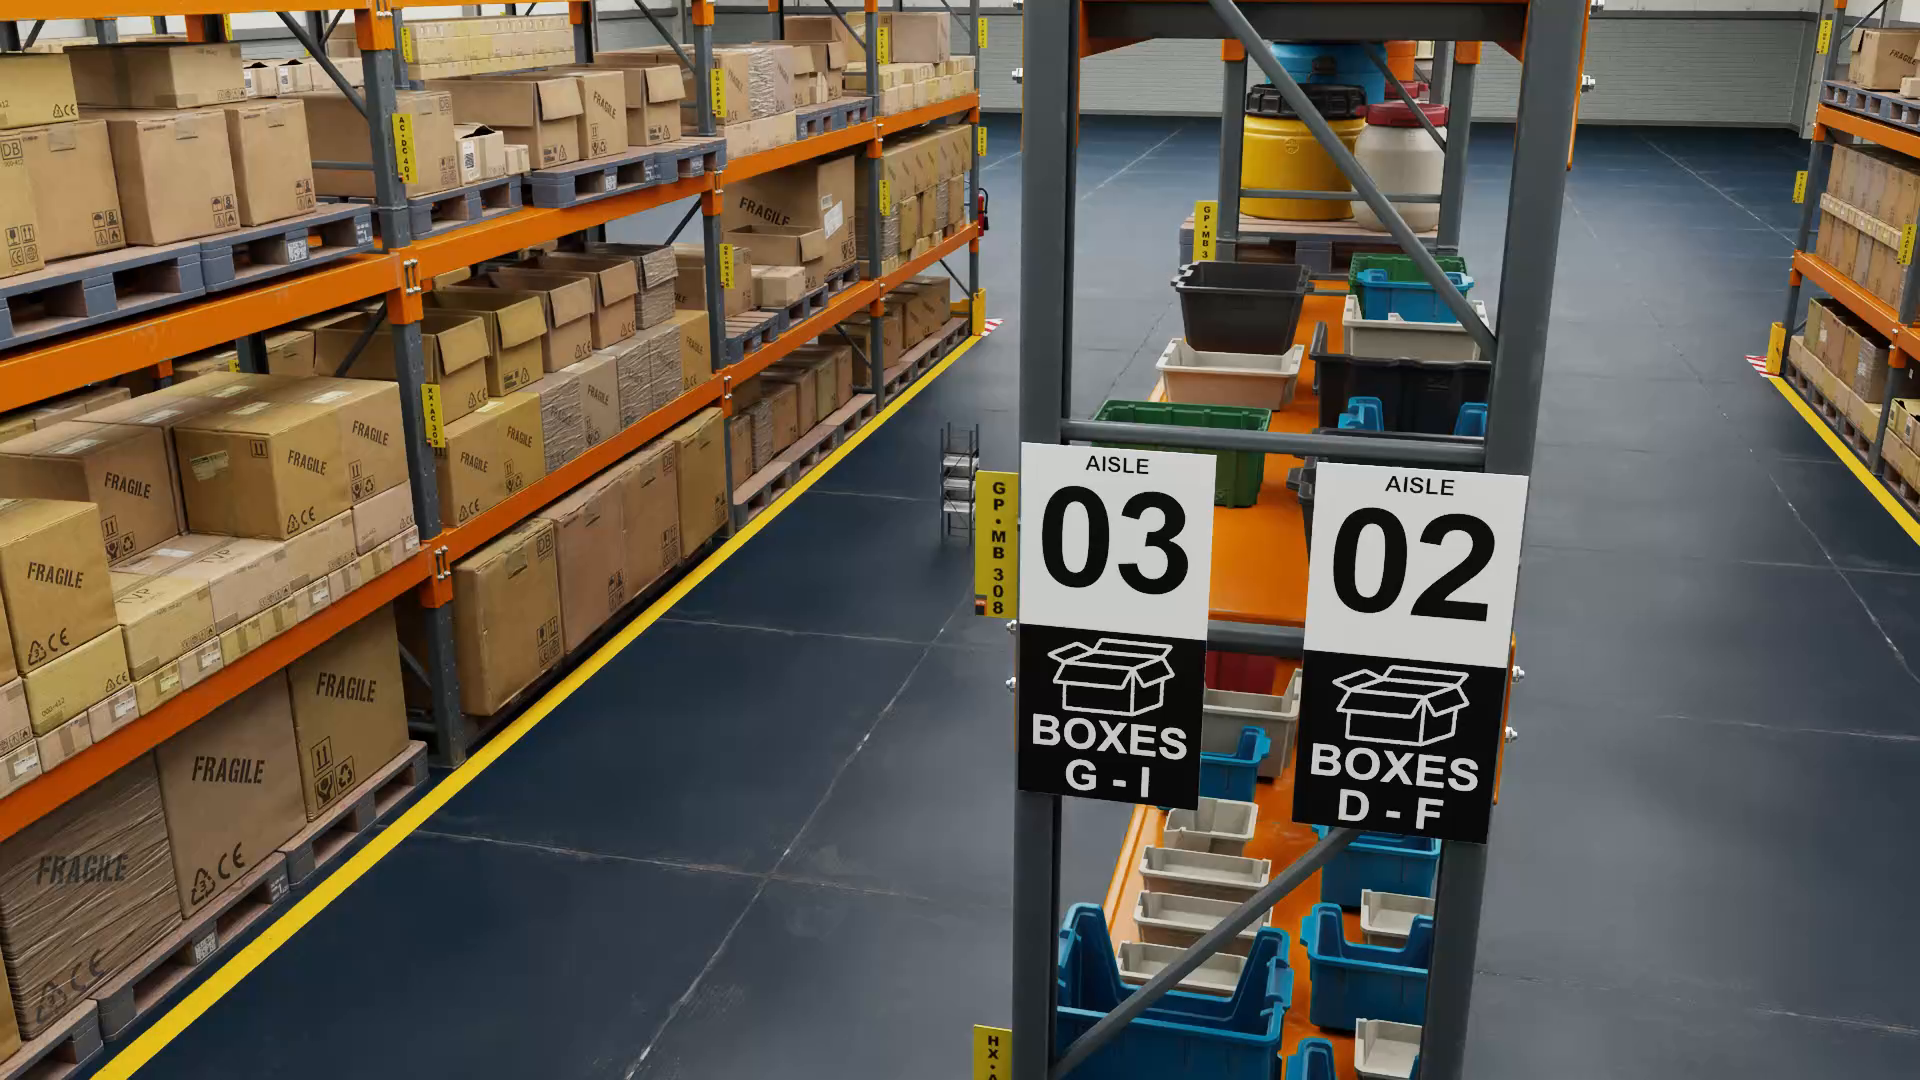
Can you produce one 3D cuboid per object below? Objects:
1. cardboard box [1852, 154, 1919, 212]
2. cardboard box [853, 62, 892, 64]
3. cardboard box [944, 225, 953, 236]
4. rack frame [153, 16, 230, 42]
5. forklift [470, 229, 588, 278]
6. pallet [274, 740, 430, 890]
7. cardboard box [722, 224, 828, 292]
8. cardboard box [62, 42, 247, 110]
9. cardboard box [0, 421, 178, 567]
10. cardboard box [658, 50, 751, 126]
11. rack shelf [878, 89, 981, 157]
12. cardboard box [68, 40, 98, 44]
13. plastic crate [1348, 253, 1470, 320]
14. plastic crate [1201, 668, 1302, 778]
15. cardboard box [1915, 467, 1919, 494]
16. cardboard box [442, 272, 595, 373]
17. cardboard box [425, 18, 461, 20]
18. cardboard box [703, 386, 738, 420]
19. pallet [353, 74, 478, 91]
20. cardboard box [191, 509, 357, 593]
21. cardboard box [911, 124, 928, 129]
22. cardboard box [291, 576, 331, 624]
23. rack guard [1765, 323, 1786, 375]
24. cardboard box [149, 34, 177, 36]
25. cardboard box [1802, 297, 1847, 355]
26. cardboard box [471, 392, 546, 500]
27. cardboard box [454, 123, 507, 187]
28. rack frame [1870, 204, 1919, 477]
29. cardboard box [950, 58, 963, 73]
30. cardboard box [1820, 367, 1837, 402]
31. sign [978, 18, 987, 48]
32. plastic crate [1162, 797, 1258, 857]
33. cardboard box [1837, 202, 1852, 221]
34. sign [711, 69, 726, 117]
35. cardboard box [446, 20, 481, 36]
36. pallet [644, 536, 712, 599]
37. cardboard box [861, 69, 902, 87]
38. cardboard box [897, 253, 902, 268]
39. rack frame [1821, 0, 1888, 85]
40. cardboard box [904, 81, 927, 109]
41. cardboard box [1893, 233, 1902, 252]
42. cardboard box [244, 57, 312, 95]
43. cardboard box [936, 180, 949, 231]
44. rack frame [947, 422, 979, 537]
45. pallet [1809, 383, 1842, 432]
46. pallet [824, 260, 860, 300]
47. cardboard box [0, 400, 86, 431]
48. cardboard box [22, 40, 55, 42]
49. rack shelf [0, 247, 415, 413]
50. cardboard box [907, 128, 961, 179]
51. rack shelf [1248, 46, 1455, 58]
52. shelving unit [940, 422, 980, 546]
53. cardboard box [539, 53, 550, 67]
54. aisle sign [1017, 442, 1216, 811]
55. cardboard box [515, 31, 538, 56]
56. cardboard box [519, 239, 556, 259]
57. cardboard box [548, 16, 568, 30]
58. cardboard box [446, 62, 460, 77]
[{"bbox_3d":[8.945,-3.378,15.774,0.700,0.500,0.500,5,19,14],"label":"cardboard box"},{"bbox_3d":[-0.933,-4.968,17.565,0.380,0.149,0.250,4,19,13],"label":"cardboard box"},{"bbox_3d":[-0.293,-3.523,18.750,0.380,0.149,0.250,5,19,13],"label":"cardboard box"},{"bbox_3d":[-9.884,-7.607,21.036,1.000,3.000,0.127,5,19,13],"label":"rack frame"},{"bbox_3d":[-4.008,-2.311,14.918,1.130,2.935,3.031,5,19,14],"label":"forklift"},{"bbox_3d":[-3.468,1.328,8.474,1.003,0.211,1.213,5,19,13],"label":"pallet"},{"bbox_3d":[-1.586,-2.429,14.348,0.797,0.503,0.637,7,20,19],"label":"cardboard box"},{"bbox_3d":[-3.443,-1.998,7.135,0.500,0.250,0.500,3,19,10],"label":"cardboard box"},{"bbox_3d":[-3.822,-0.202,7.249,0.500,0.500,0.500,4,19,12],"label":"cardboard box"},{"bbox_3d":[-1.865,-3.308,12.164,0.500,0.500,0.500,5,19,14],"label":"cardboard box"},{"bbox_3d":[-0.763,-4.438,17.511,1.077,0.370,4.000,5,19,13],"label":"rack shelf"},{"bbox_3d":[-10.169,-5.759,19.422,0.380,0.149,0.250,5,20,14],"label":"cardboard box"},{"bbox_3d":[1.786,-0.996,6.649,0.450,0.188,0.662,5,19,13],"label":"plastic crate"},{"bbox_3d":[1.044,0.659,6.209,0.437,0.282,0.530,5,19,13],"label":"plastic crate"},{"bbox_3d":[7.764,-0.416,12.869,0.500,0.250,0.500,4,19,12],"label":"cardboard box"},{"bbox_3d":[-2.743,-1.357,10.314,0.797,0.503,0.637,5,20,15],"label":"cardboard box"},{"bbox_3d":[-5.824,-5.775,18.663,0.380,0.149,0.250,5,19,14],"label":"cardboard box"},{"bbox_3d":[-2.095,-1.070,13.207,0.500,0.250,0.500,5,20,16],"label":"cardboard box"},{"bbox_3d":[-5.827,-4.788,17.562,1.003,0.211,1.213,5,19,13],"label":"pallet"},{"bbox_3d":[-3.184,0.028,7.738,0.500,0.250,0.500,5,20,15],"label":"cardboard box"},{"bbox_3d":[-0.673,-4.496,19.047,0.500,0.500,0.500,5,19,13],"label":"cardboard box"},{"bbox_3d":[-3.152,0.258,7.680,0.380,0.149,0.250,5,19,14],"label":"cardboard box"},{"bbox_3d":[9.336,-2.026,17.847,1.175,0.500,0.348,5,19,13],"label":"rack guard"},{"bbox_3d":[-10.169,-6.351,21.154,0.380,0.149,0.250,5,19,13],"label":"cardboard box"},{"bbox_3d":[8.863,-2.147,16.776,0.500,0.500,0.500,5,19,13],"label":"cardboard box"},{"bbox_3d":[-2.730,-0.554,9.513,0.500,0.500,0.500,5,19,13],"label":"cardboard box"},{"bbox_3d":[-2.851,-2.137,9.151,0.500,0.311,0.500,4,19,12],"label":"cardboard box"},{"bbox_3d":[8.353,-1.948,13.750,1.000,3.000,0.127,5,19,13],"label":"rack frame"},{"bbox_3d":[-0.178,-5.244,18.375,0.380,0.149,0.250,4,19,11],"label":"cardboard box"},{"bbox_3d":[8.616,-1.479,15.981,0.500,0.250,0.500,5,19,13],"label":"cardboard box"},{"bbox_3d":[0.258,-5.774,18.940,0.100,0.325,0.005,5,19,13],"label":"sign"},{"bbox_3d":[0.826,0.974,5.510,0.298,0.136,0.250,5,19,13],"label":"plastic crate"},{"bbox_3d":[8.838,-3.210,16.287,0.380,0.149,0.250,4,19,13],"label":"cardboard box"},{"bbox_3d":[-1.693,-3.133,11.657,0.100,0.325,0.005,5,19,13],"label":"sign"},{"bbox_3d":[-5.371,-5.486,17.818,0.380,0.149,0.250,5,19,14],"label":"cardboard box"},{"bbox_3d":[-2.495,0.083,12.118,1.003,0.211,1.213,5,19,13],"label":"pallet"},{"bbox_3d":[-0.788,-4.519,16.251,0.380,0.149,0.250,5,19,14],"label":"cardboard box"},{"bbox_3d":[-0.800,-2.814,16.675,0.380,0.149,0.250,5,19,13],"label":"cardboard box"},{"bbox_3d":[9.330,-6.041,16.451,1.000,3.000,0.127,5,19,13],"label":"rack frame"},{"bbox_3d":[-0.638,-4.522,16.878,0.500,0.250,0.500,4,19,11],"label":"cardboard box"},{"bbox_3d":[8.336,-2.564,14.396,0.380,0.149,0.250,4,19,12],"label":"cardboard box"},{"bbox_3d":[-6.252,-4.212,15.070,0.500,0.311,0.500,4,19,11],"label":"cardboard box"},{"bbox_3d":[-0.606,-3.684,18.217,0.875,0.500,0.500,5,19,13],"label":"cardboard box"},{"bbox_3d":[0.023,-0.455,12.628,0.240,0.900,0.006,5,19,13],"label":"rack frame"},{"bbox_3d":[8.884,-1.258,16.044,1.003,0.211,1.213,5,19,13],"label":"pallet"},{"bbox_3d":[-1.580,-2.413,15.408,1.003,0.211,1.213,5,19,13],"label":"pallet"},{"bbox_3d":[-7.040,-0.878,12.674,0.500,0.250,0.500,5,19,14],"label":"cardboard box"},{"bbox_3d":[-10.744,-5.721,19.310,0.380,0.149,0.250,5,19,14],"label":"cardboard box"},{"bbox_3d":[-3.695,-0.676,6.499,1.077,0.370,4.000,5,19,13],"label":"rack shelf"},{"bbox_3d":[-0.286,-4.298,18.467,0.500,0.500,0.500,5,19,13],"label":"cardboard box"},{"bbox_3d":[2.085,-2.769,8.604,1.077,0.370,4.000,5,19,13],"label":"rack shelf"},{"bbox_3d":[-0.002,-0.423,12.535,0.258,0.900,0.210,5,19,13],"label":"shelving unit"},{"bbox_3d":[-4.999,-5.586,19.344,0.380,0.149,0.250,5,19,14],"label":"cardboard box"},{"bbox_3d":[0.317,0.190,3.469,0.394,0.787,0.004,5,19,13],"label":"aisle sign"},{"bbox_3d":[-5.155,-5.655,18.929,0.500,0.250,0.500,5,19,13],"label":"cardboard box"},{"bbox_3d":[-5.374,-3.108,19.784,0.875,0.875,0.875,4,19,13],"label":"cardboard box"},{"bbox_3d":[-4.875,-6.122,19.681,0.380,0.149,0.250,5,19,14],"label":"cardboard box"},{"bbox_3d":[-5.495,-4.948,17.478,0.380,0.149,0.250,5,19,13],"label":"cardboard box"}]
